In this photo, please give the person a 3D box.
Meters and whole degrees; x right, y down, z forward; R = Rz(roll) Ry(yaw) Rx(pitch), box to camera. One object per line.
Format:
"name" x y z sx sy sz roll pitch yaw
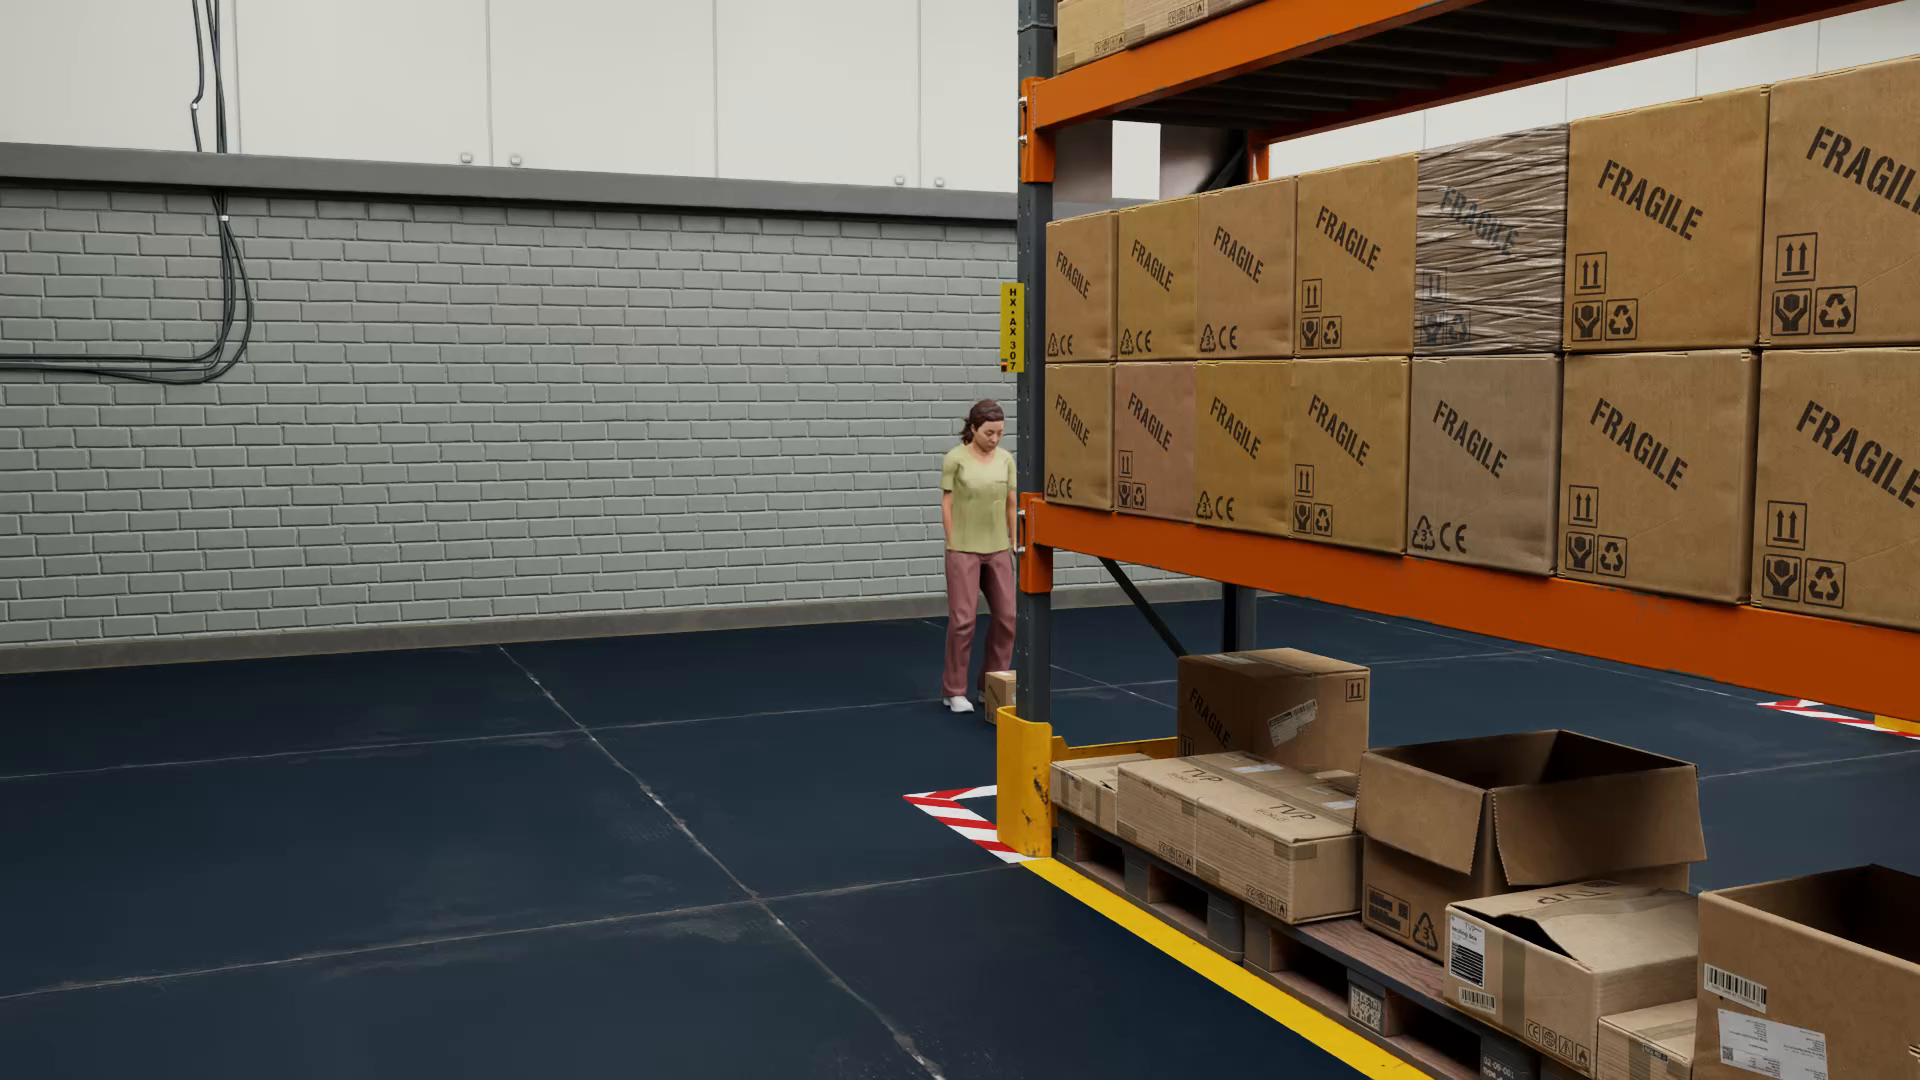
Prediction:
"person" 0.120 0.076 8.840 0.460 1.652 0.347 -2 6 -22
